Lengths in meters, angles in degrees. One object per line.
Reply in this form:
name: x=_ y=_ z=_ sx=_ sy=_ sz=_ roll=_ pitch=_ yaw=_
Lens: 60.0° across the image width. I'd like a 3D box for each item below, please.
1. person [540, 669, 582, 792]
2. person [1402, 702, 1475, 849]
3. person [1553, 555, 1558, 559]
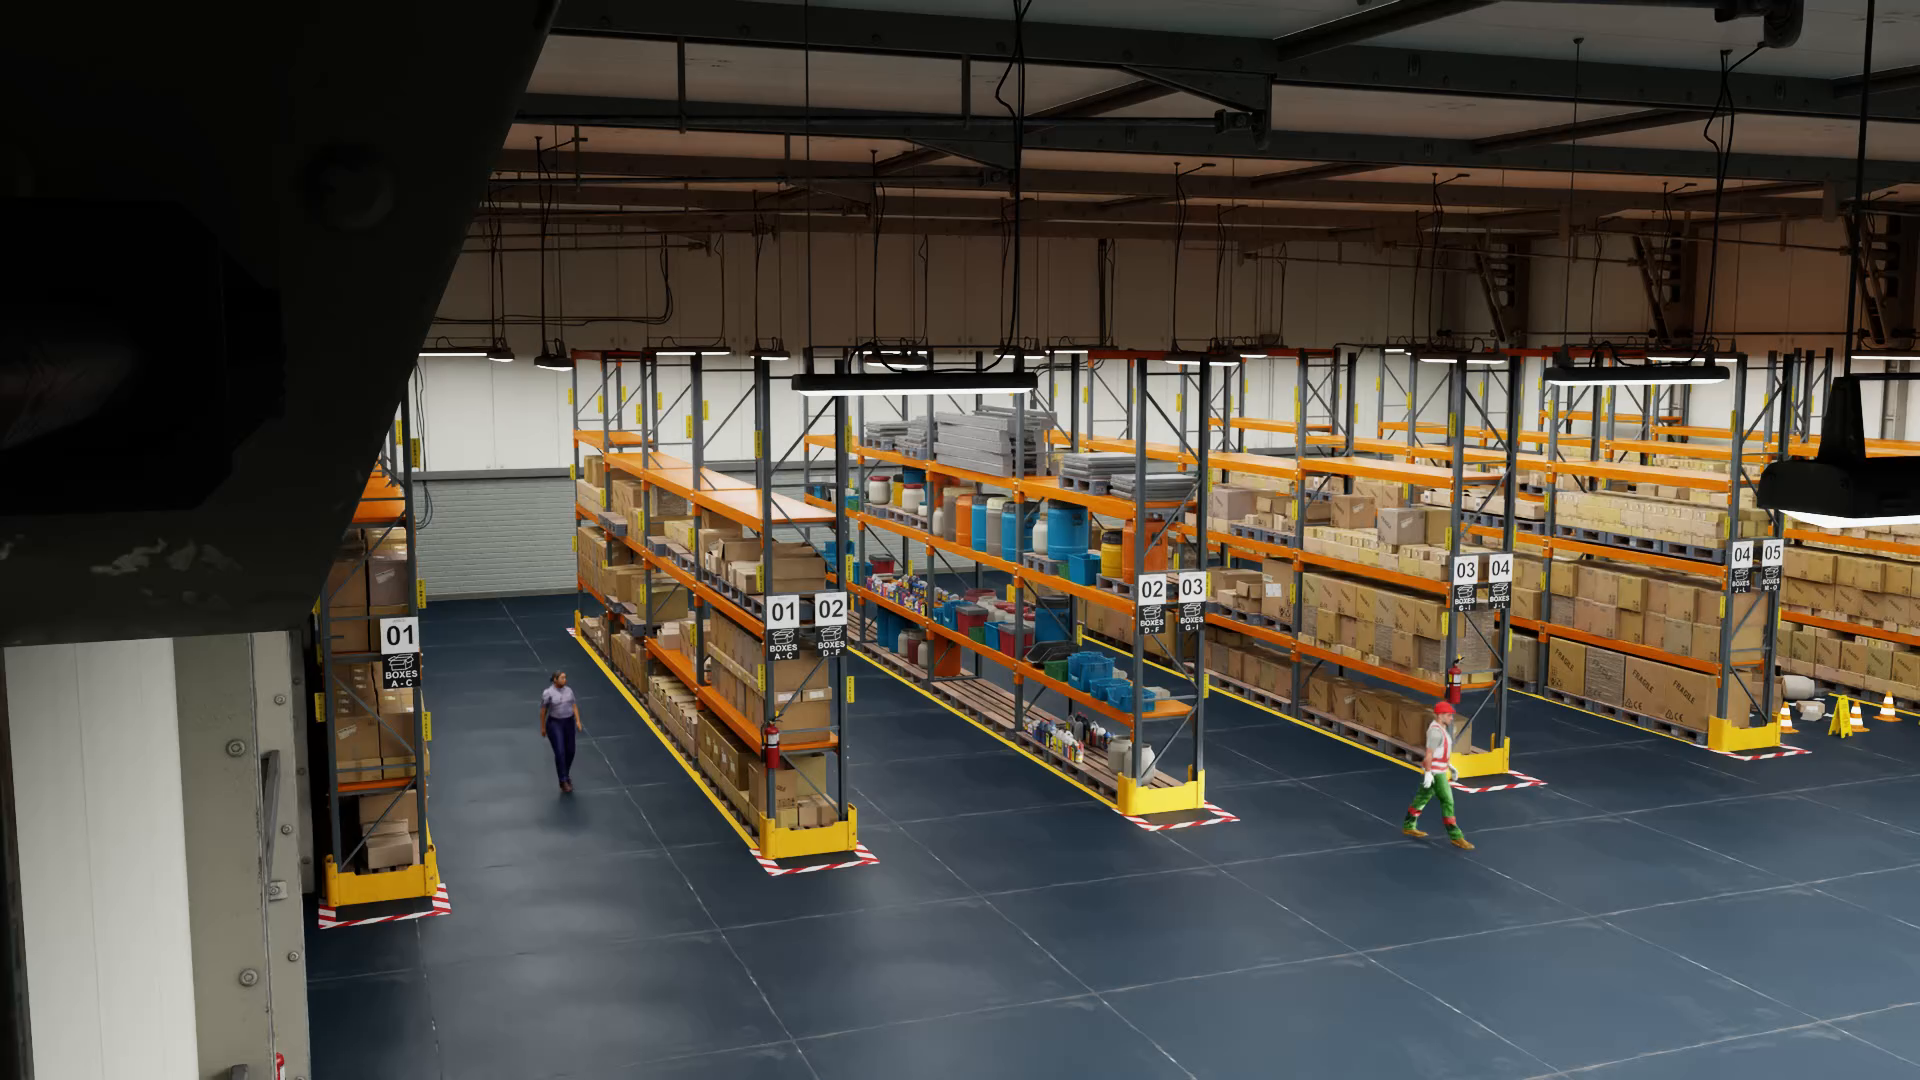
person: x=-5.530 y=2.652 z=23.326 sx=0.509 sy=1.640 sz=0.733 roll=-7 pitch=10 yaw=-44
person: x=5.974 y=2.881 z=20.680 sx=0.881 sy=1.762 sz=0.564 roll=2 pitch=7 yaw=17
person: x=12.224 y=1.220 z=34.100 sx=0.508 sy=1.806 sz=0.543 roll=-5 pitch=9 yaw=-35
